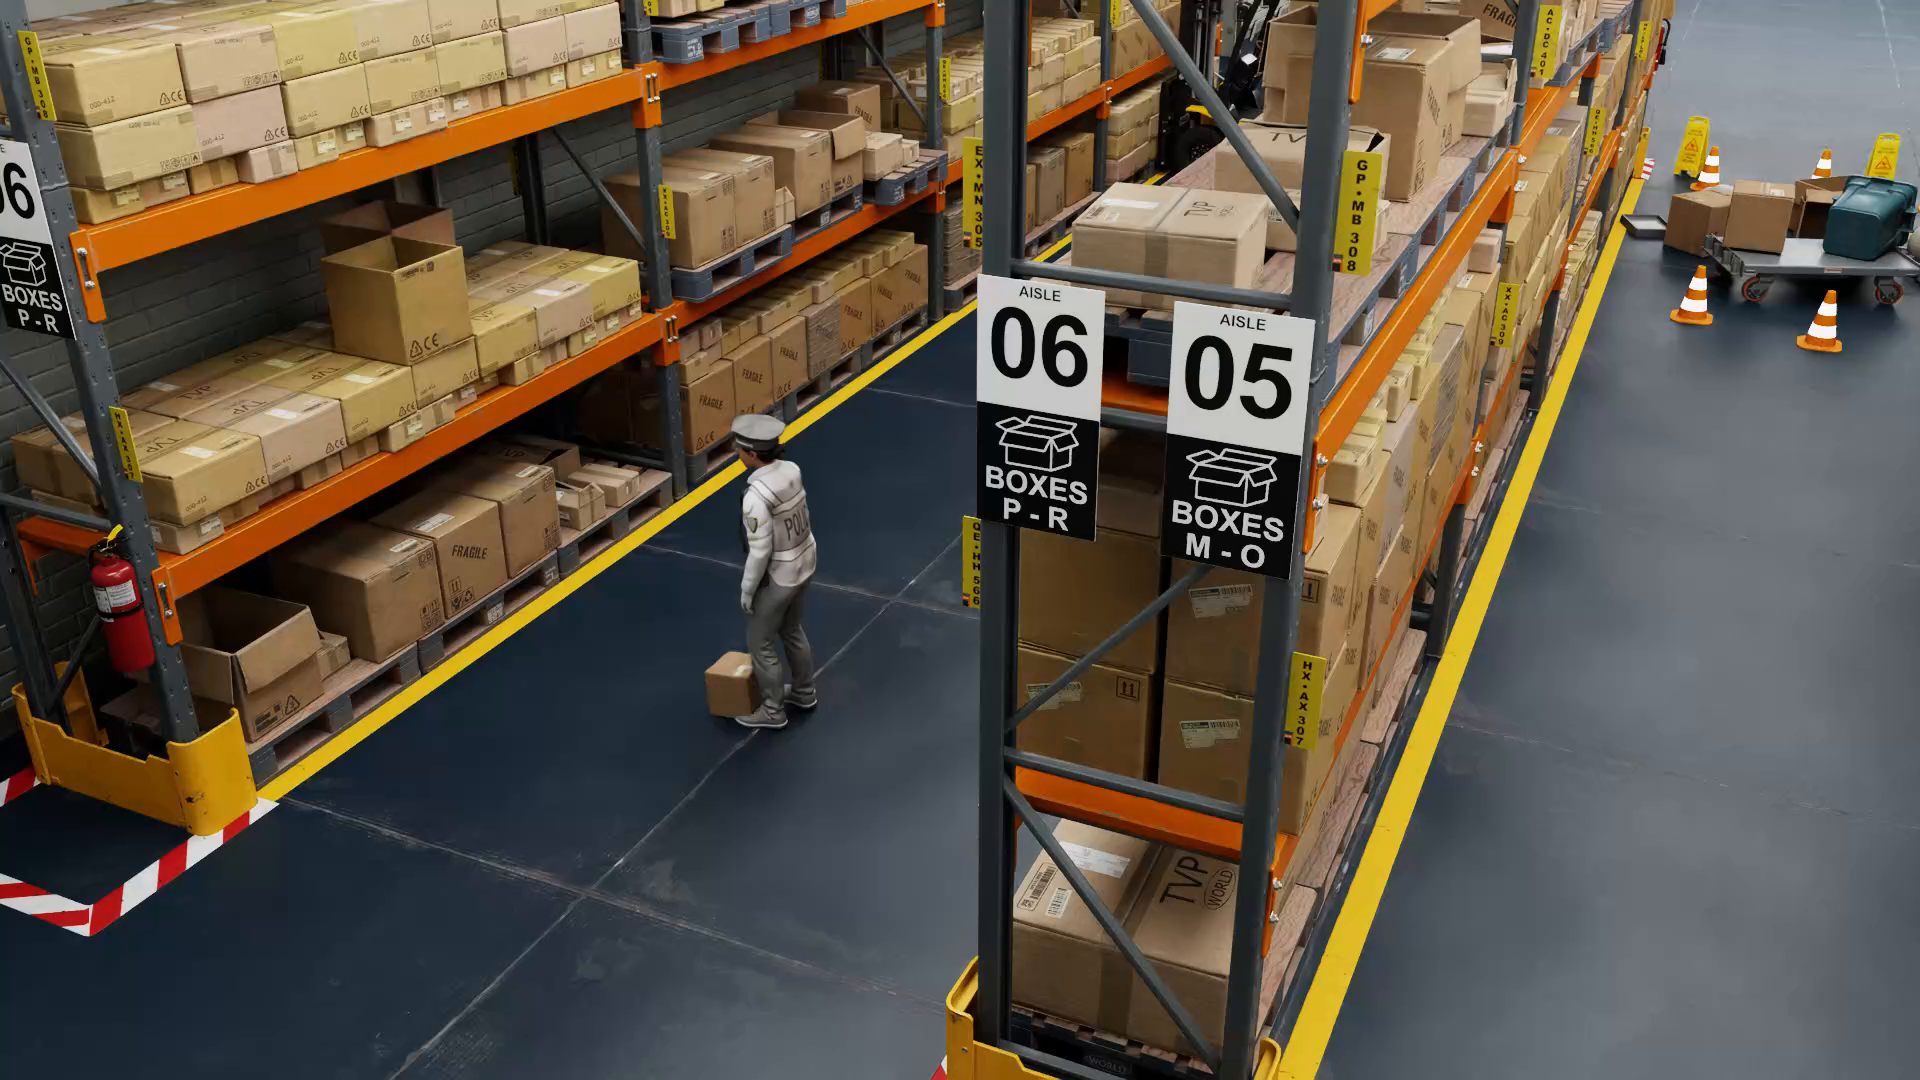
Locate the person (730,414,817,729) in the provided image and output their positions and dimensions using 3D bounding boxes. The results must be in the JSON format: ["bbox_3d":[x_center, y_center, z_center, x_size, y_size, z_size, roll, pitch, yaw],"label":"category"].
[{"bbox_3d":[-0.935,0.176,8.253,0.412,1.664,0.514,10,28,20],"label":"person"}]
